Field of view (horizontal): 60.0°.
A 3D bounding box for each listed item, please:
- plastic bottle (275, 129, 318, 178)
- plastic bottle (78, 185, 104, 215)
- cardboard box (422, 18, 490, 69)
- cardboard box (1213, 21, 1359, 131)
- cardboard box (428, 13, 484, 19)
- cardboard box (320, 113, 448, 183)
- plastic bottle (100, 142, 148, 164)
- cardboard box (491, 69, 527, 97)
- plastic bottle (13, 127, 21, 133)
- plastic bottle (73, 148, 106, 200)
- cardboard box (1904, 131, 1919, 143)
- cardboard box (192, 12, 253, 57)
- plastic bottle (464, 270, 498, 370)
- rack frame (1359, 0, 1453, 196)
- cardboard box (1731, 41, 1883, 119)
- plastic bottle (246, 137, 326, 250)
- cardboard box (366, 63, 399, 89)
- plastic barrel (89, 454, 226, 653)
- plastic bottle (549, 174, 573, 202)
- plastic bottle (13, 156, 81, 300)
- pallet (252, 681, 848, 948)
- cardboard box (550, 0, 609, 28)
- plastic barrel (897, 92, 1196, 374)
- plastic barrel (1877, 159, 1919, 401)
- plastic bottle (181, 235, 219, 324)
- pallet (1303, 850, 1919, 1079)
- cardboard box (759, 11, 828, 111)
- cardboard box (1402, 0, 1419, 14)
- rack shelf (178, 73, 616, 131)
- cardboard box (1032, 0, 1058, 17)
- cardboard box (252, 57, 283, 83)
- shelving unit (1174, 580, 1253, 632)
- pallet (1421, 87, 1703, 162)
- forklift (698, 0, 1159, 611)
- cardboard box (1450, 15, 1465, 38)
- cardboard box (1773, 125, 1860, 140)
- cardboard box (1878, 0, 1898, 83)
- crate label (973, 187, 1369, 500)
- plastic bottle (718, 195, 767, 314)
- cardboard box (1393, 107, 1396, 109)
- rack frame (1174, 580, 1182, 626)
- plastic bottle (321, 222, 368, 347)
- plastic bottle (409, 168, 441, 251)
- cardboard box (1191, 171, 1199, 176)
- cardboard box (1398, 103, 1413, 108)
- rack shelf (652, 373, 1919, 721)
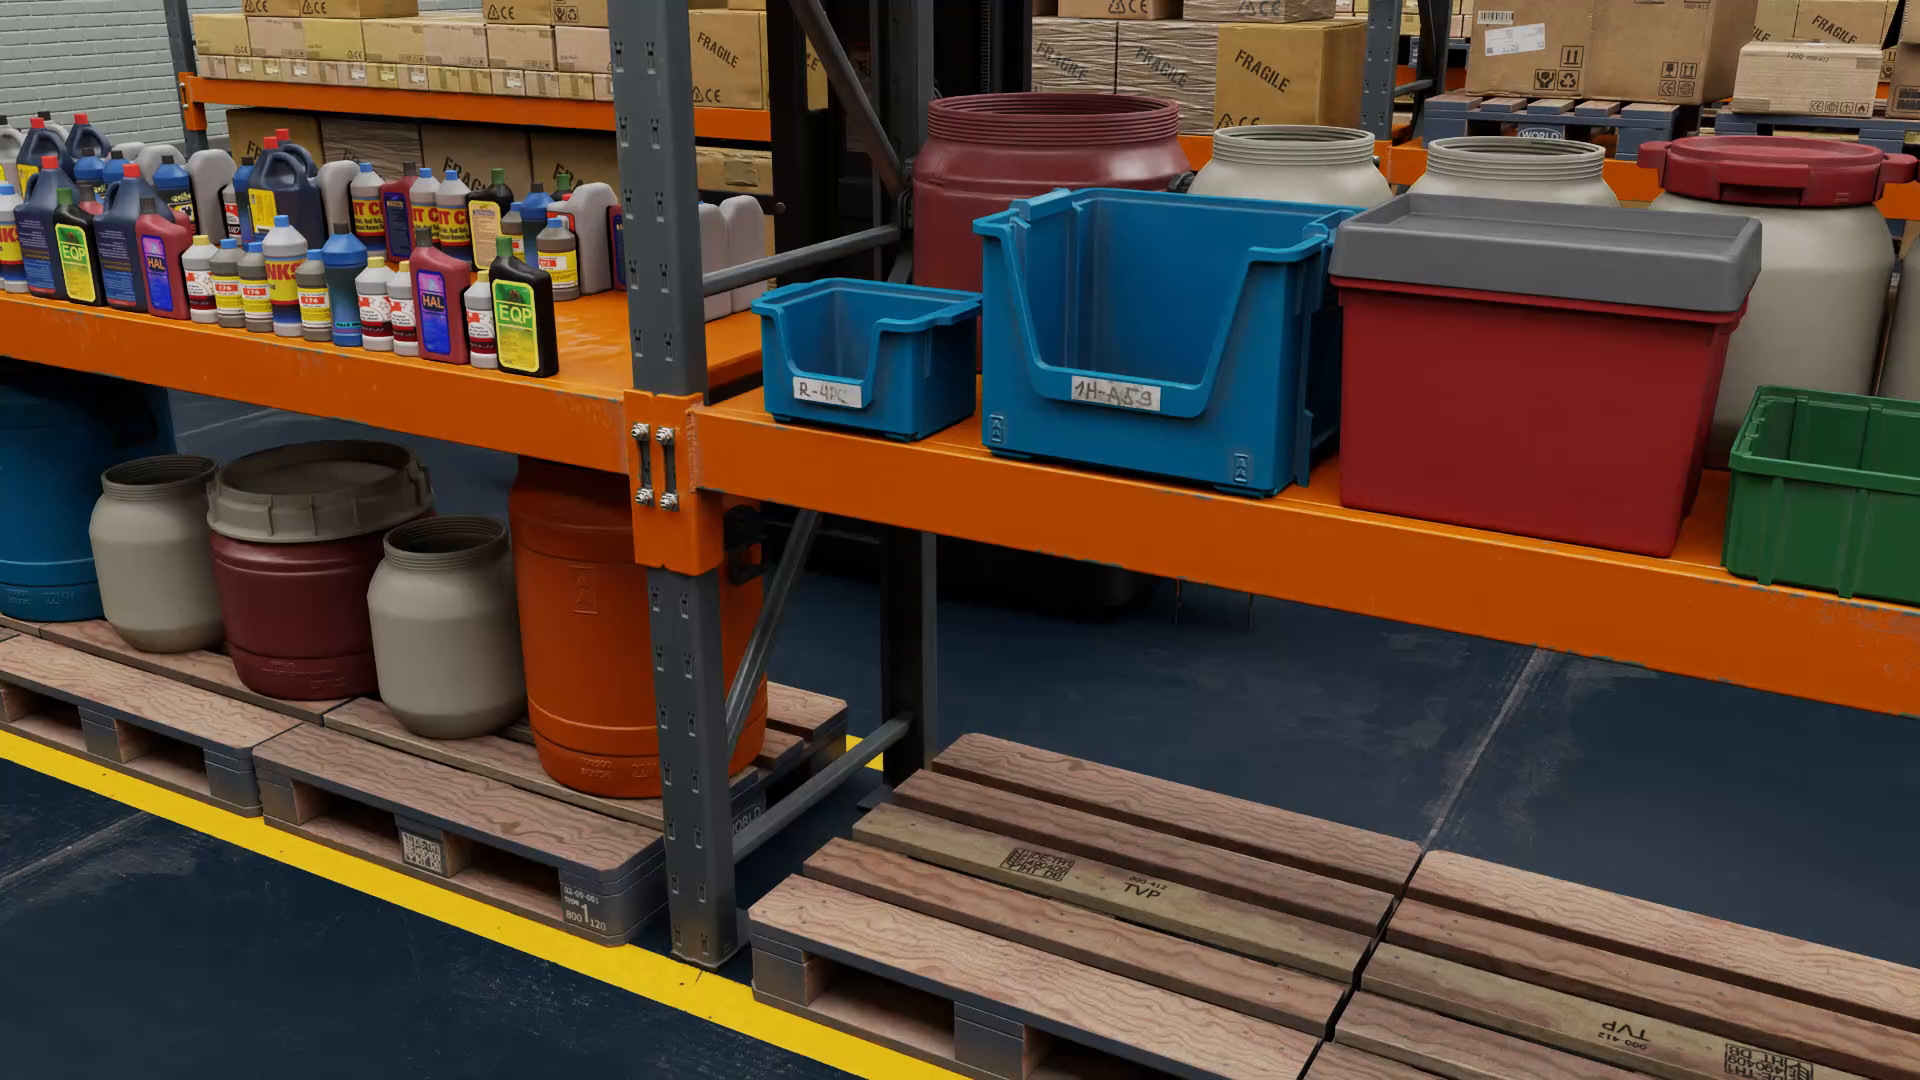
[{"bbox_3d":[-1.924,-1.007,4.815,0.185,0.351,0.144,11,23,27],"label":"plastic bottle"},{"bbox_3d":[-2.162,-0.750,4.205,0.133,0.283,0.061,11,23,27],"label":"plastic bottle"},{"bbox_3d":[-2.844,-2.978,9.960,0.500,0.250,0.500,11,23,28],"label":"cardboard box"},{"bbox_3d":[1.509,-2.133,7.701,0.500,0.500,0.500,12,23,29],"label":"cardboard box"},{"bbox_3d":[-3.028,-3.222,10.632,0.500,0.250,0.500,11,23,27],"label":"cardboard box"},{"bbox_3d":[-3.532,-2.373,11.009,0.875,0.875,0.875,11,23,27],"label":"cardboard box"},{"bbox_3d":[-2.586,-1.097,5.171,0.135,0.276,0.152,11,23,27],"label":"plastic bottle"},{"bbox_3d":[-2.531,-2.707,9.796,0.250,0.149,0.380,11,23,28],"label":"cardboard box"},{"bbox_3d":[-3.121,-1.220,5.500,0.133,0.283,0.061,11,23,27],"label":"plastic bottle"},{"bbox_3d":[-2.631,-1.054,5.061,0.097,0.271,0.097,0,20,0],"label":"plastic bottle"},{"bbox_3d":[8.689,-3.645,15.253,0.625,0.372,0.950,12,23,29],"label":"cardboard box"},{"bbox_3d":[-4.636,-3.318,10.896,0.500,0.250,0.500,10,22,26],"label":"cardboard box"},{"bbox_3d":[-1.008,-0.475,3.567,0.097,0.201,0.097,0,20,0],"label":"plastic bottle"},{"bbox_3d":[2.060,-2.078,7.695,0.127,3.000,1.000,11,23,27],"label":"rack frame"},{"bbox_3d":[3.411,-1.858,6.692,0.500,0.250,0.500,10,22,26],"label":"cardboard box"},{"bbox_3d":[-1.880,-0.939,4.628,0.185,0.351,0.144,11,23,27],"label":"plastic bottle"},{"bbox_3d":[-3.431,-2.878,10.268,0.250,0.149,0.380,10,22,26],"label":"cardboard box"},{"bbox_3d":[-2.313,0.037,4.897,0.421,0.512,0.421,0,20,0],"label":"plastic barrel"},{"bbox_3d":[-1.074,-0.830,4.425,0.133,0.283,0.061,11,23,27],"label":"plastic bottle"},{"bbox_3d":[-2.311,-0.803,4.251,0.185,0.351,0.144,11,23,27],"label":"plastic bottle"},{"bbox_3d":[-1.064,0.589,4.433,1.213,0.211,1.003,11,23,27],"label":"pallet"},{"bbox_3d":[-1.963,-3.162,9.367,0.500,0.500,0.500,12,23,29],"label":"cardboard box"},{"bbox_3d":[0.198,-0.681,3.643,0.708,0.536,0.600,11,23,27],"label":"plastic barrel"},{"bbox_3d":[1.768,-0.349,2.728,0.433,0.535,0.433,0,20,0],"label":"plastic barrel"},{"bbox_3d":[-1.805,-0.627,3.986,0.097,0.201,0.097,0,20,0],"label":"plastic bottle"},{"bbox_3d":[1.363,1.051,3.159,1.213,0.211,1.003,11,23,27],"label":"pallet"},{"bbox_3d":[-0.713,-2.556,8.866,0.500,0.500,0.500,11,23,27],"label":"cardboard box"},{"bbox_3d":[3.231,-3.832,11.847,0.250,0.149,0.380,11,23,27],"label":"cardboard box"},{"bbox_3d":[-3.178,-2.738,10.569,4.000,0.370,1.077,11,23,27],"label":"rack shelf"},{"bbox_3d":[0.274,-2.942,8.459,0.637,0.503,0.797,12,23,29],"label":"cardboard box"},{"bbox_3d":[-4.326,-3.048,10.739,0.250,0.149,0.380,10,22,26],"label":"cardboard box"},{"bbox_3d":[0.859,-0.231,5.461,0.252,1.050,0.215,4,20,11],"label":"shelving unit"},{"bbox_3d":[2.734,-1.901,7.489,1.003,0.211,1.213,11,23,27],"label":"pallet"},{"bbox_3d":[-0.551,-1.482,6.153,3.031,2.935,1.130,11,23,27],"label":"forklift"},{"bbox_3d":[3.472,-3.647,11.772,0.250,0.149,0.380,11,23,28],"label":"cardboard box"},{"bbox_3d":[5.820,-2.405,11.280,0.750,0.750,1.050,11,23,28],"label":"cardboard box"},{"bbox_3d":[6.147,-3.179,10.582,0.500,0.500,0.500,11,22,27],"label":"cardboard box"},{"bbox_3d":[0.380,-0.375,2.947,0.616,0.435,0.502,11,23,27],"label":"crate label"},{"bbox_3d":[-0.575,-0.713,4.115,0.135,0.276,0.152,11,23,27],"label":"plastic bottle"},{"bbox_3d":[2.960,-3.118,12.513,0.500,0.250,0.500,11,23,29],"label":"cardboard box"},{"bbox_3d":[0.740,-0.239,5.485,0.008,1.050,0.200,4,20,11],"label":"rack frame"},{"bbox_3d":[-1.380,-0.579,3.751,0.097,0.271,0.097,0,20,0],"label":"plastic bottle"},{"bbox_3d":[-1.470,-0.892,4.615,0.097,0.271,0.097,0,20,0],"label":"plastic bottle"},{"bbox_3d":[1.468,-1.398,8.319,0.875,0.875,1.225,10,22,25],"label":"cardboard box"},{"bbox_3d":[3.641,-3.184,12.693,0.500,0.250,0.500,10,22,27],"label":"cardboard box"},{"bbox_3d":[1.391,0.067,2.836,4.000,0.370,1.077,11,23,27],"label":"rack shelf"}]
